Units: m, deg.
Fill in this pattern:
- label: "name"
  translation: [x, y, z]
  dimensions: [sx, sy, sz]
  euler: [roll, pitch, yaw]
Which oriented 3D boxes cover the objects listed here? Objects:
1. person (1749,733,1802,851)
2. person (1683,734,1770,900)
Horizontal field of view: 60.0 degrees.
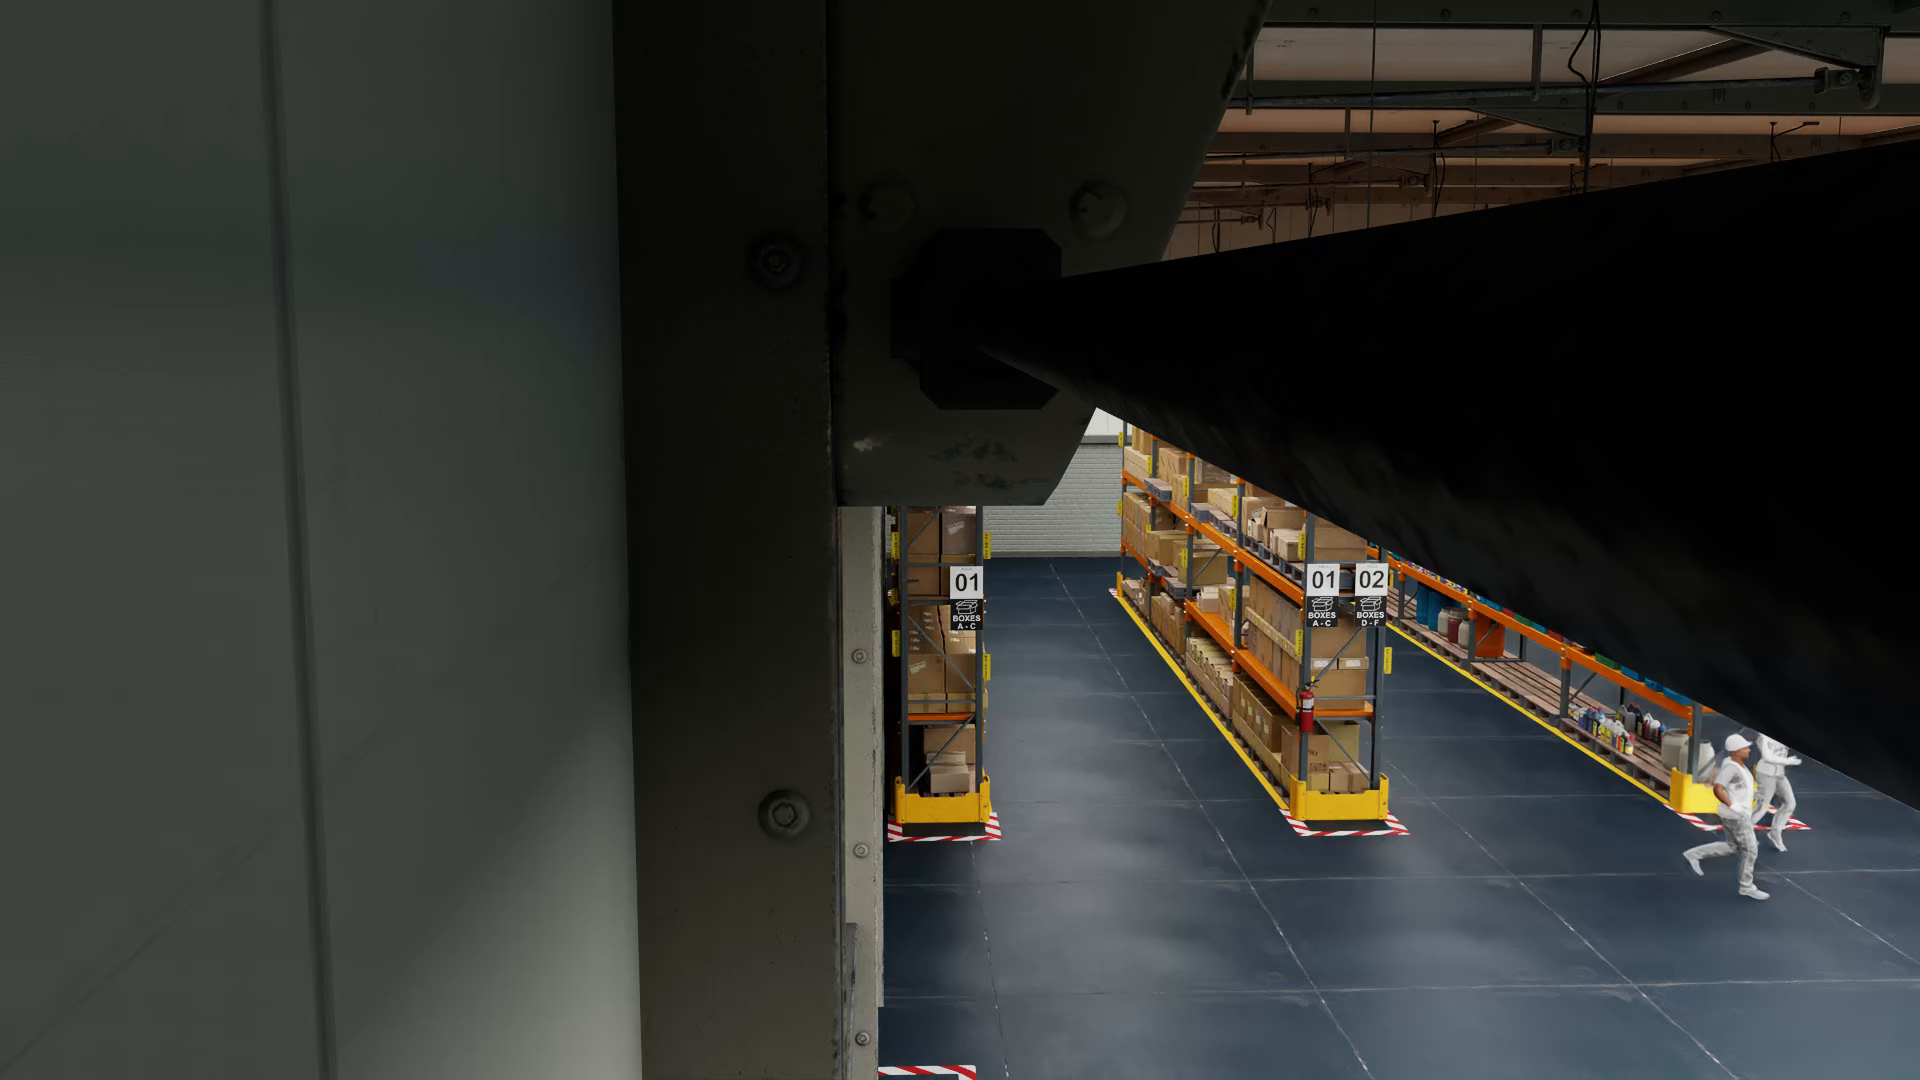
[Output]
- label: "person"
  translation: [9.495, 2.781, 19.469]
  dimensions: [0.651, 1.746, 0.614]
  euler: [7, 10, 39]
- label: "person"
  translation: [8.300, 2.963, 17.922]
  dimensions: [0.879, 1.775, 0.681]
  euler: [3, 9, 22]
